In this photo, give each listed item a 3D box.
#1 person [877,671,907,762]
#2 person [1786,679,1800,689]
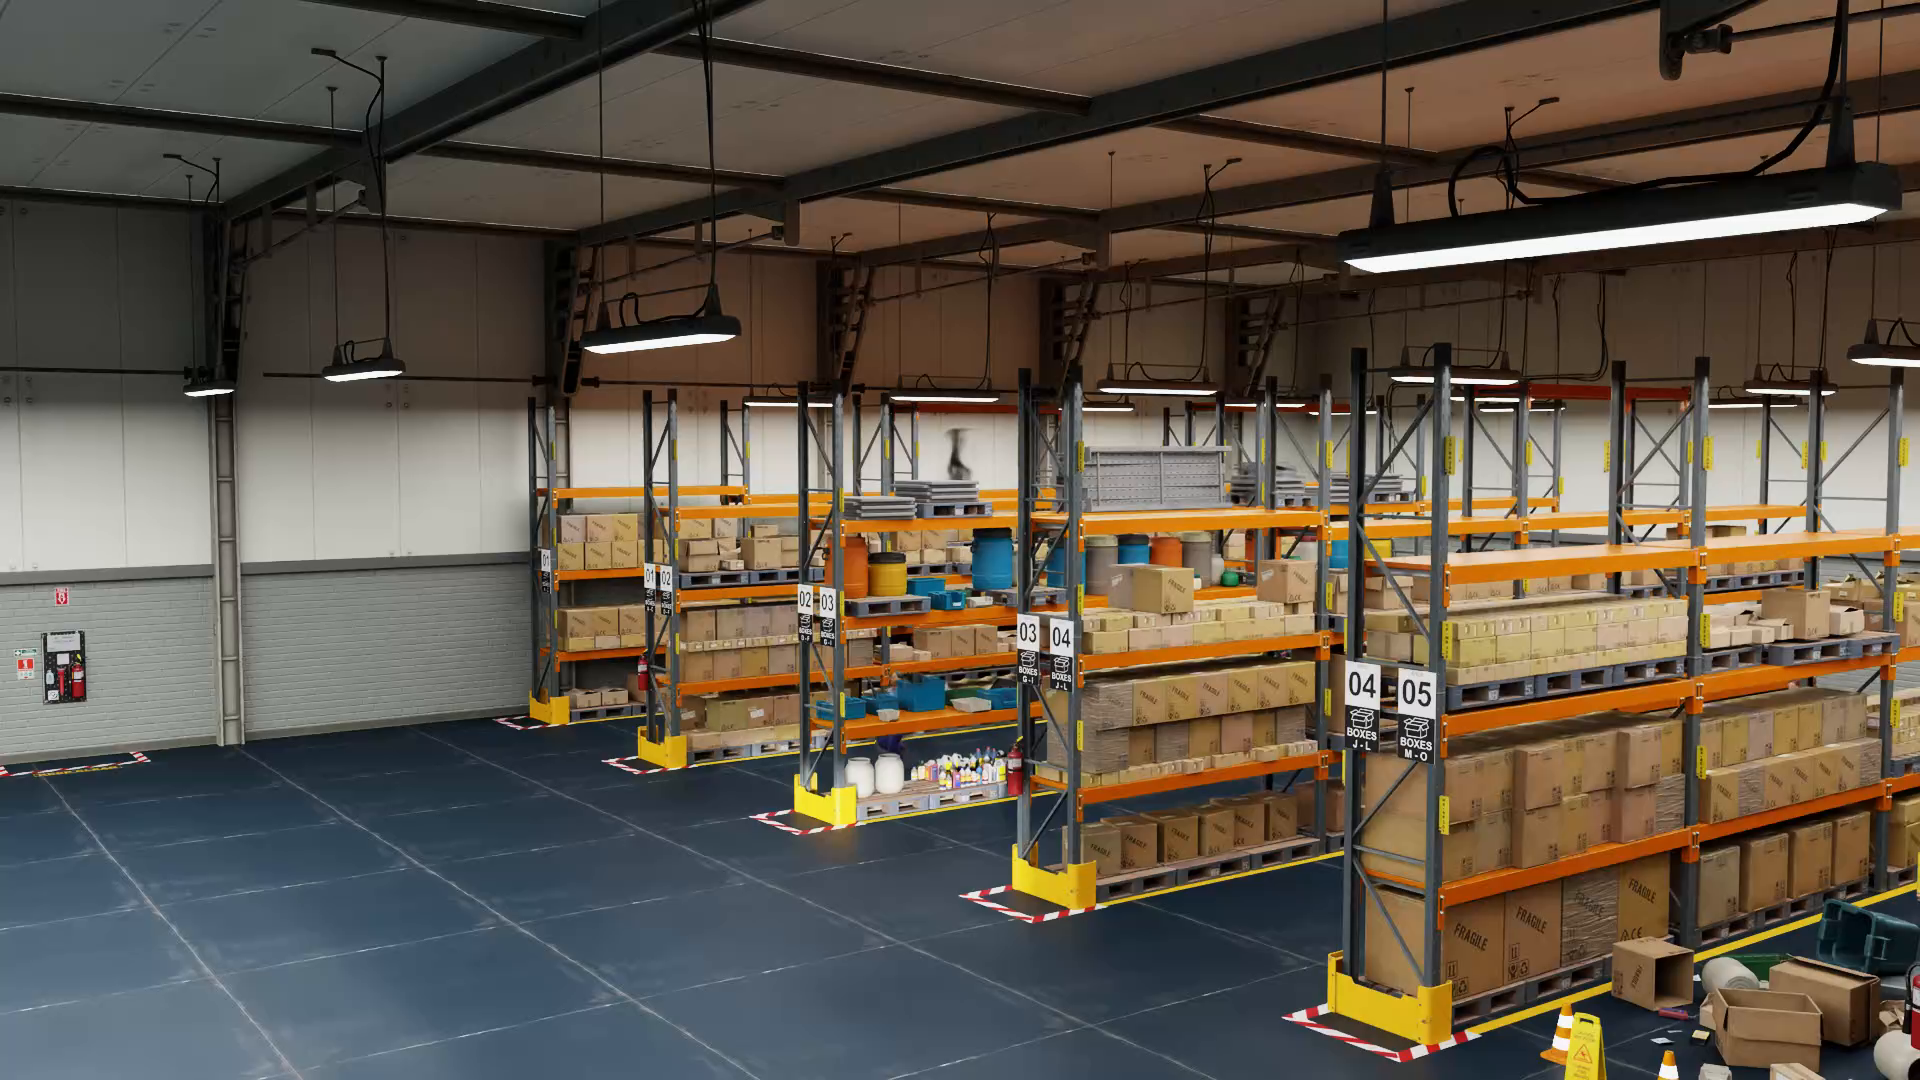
[{"bbox_3d":[-1.000,2.852,25.985,0.554,1.580,0.620,-2,4,-36],"label":"person"},{"bbox_3d":[12.749,2.887,25.347,0.703,1.600,0.554,-3,5,-44],"label":"person"}]
